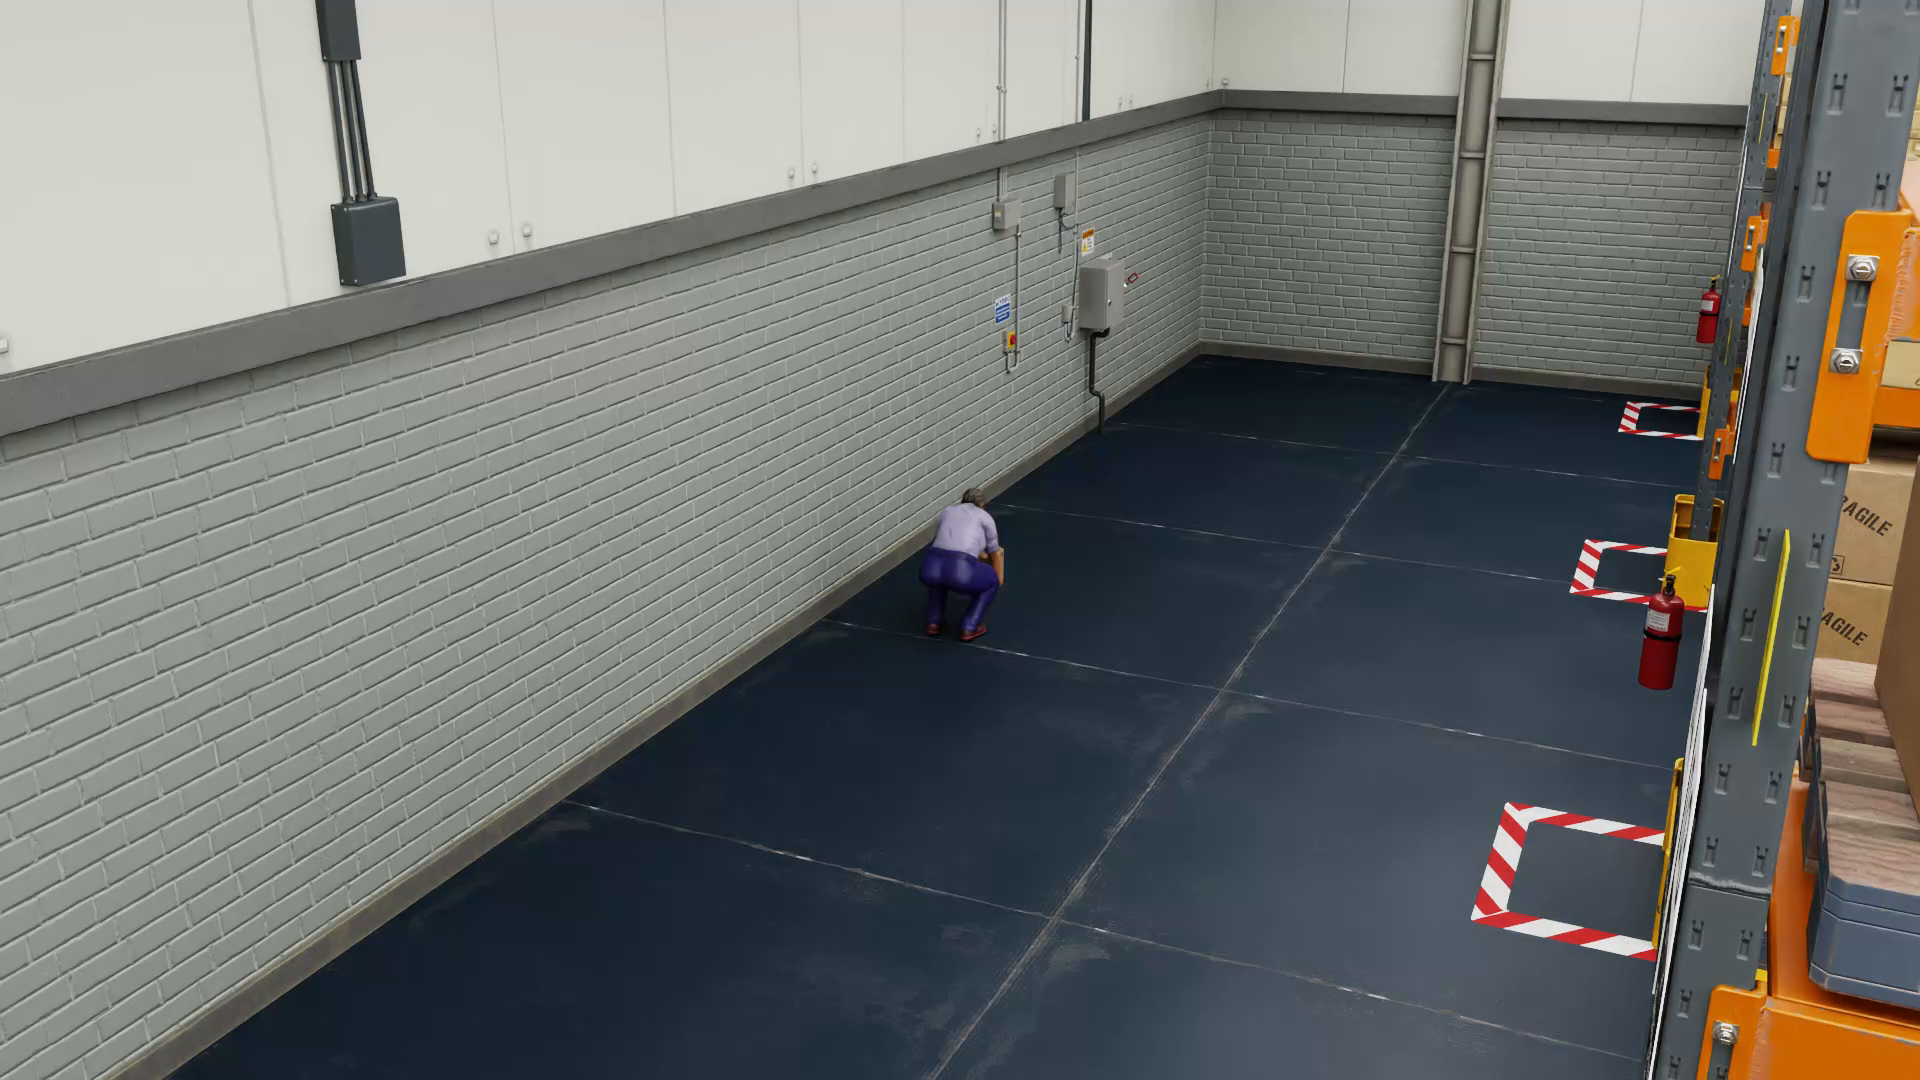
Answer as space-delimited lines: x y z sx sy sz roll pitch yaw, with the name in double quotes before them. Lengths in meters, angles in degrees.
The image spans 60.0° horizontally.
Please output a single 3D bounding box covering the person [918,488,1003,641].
"person" 0.014 0.173 11.693 0.509 0.936 0.866 8 21 21
